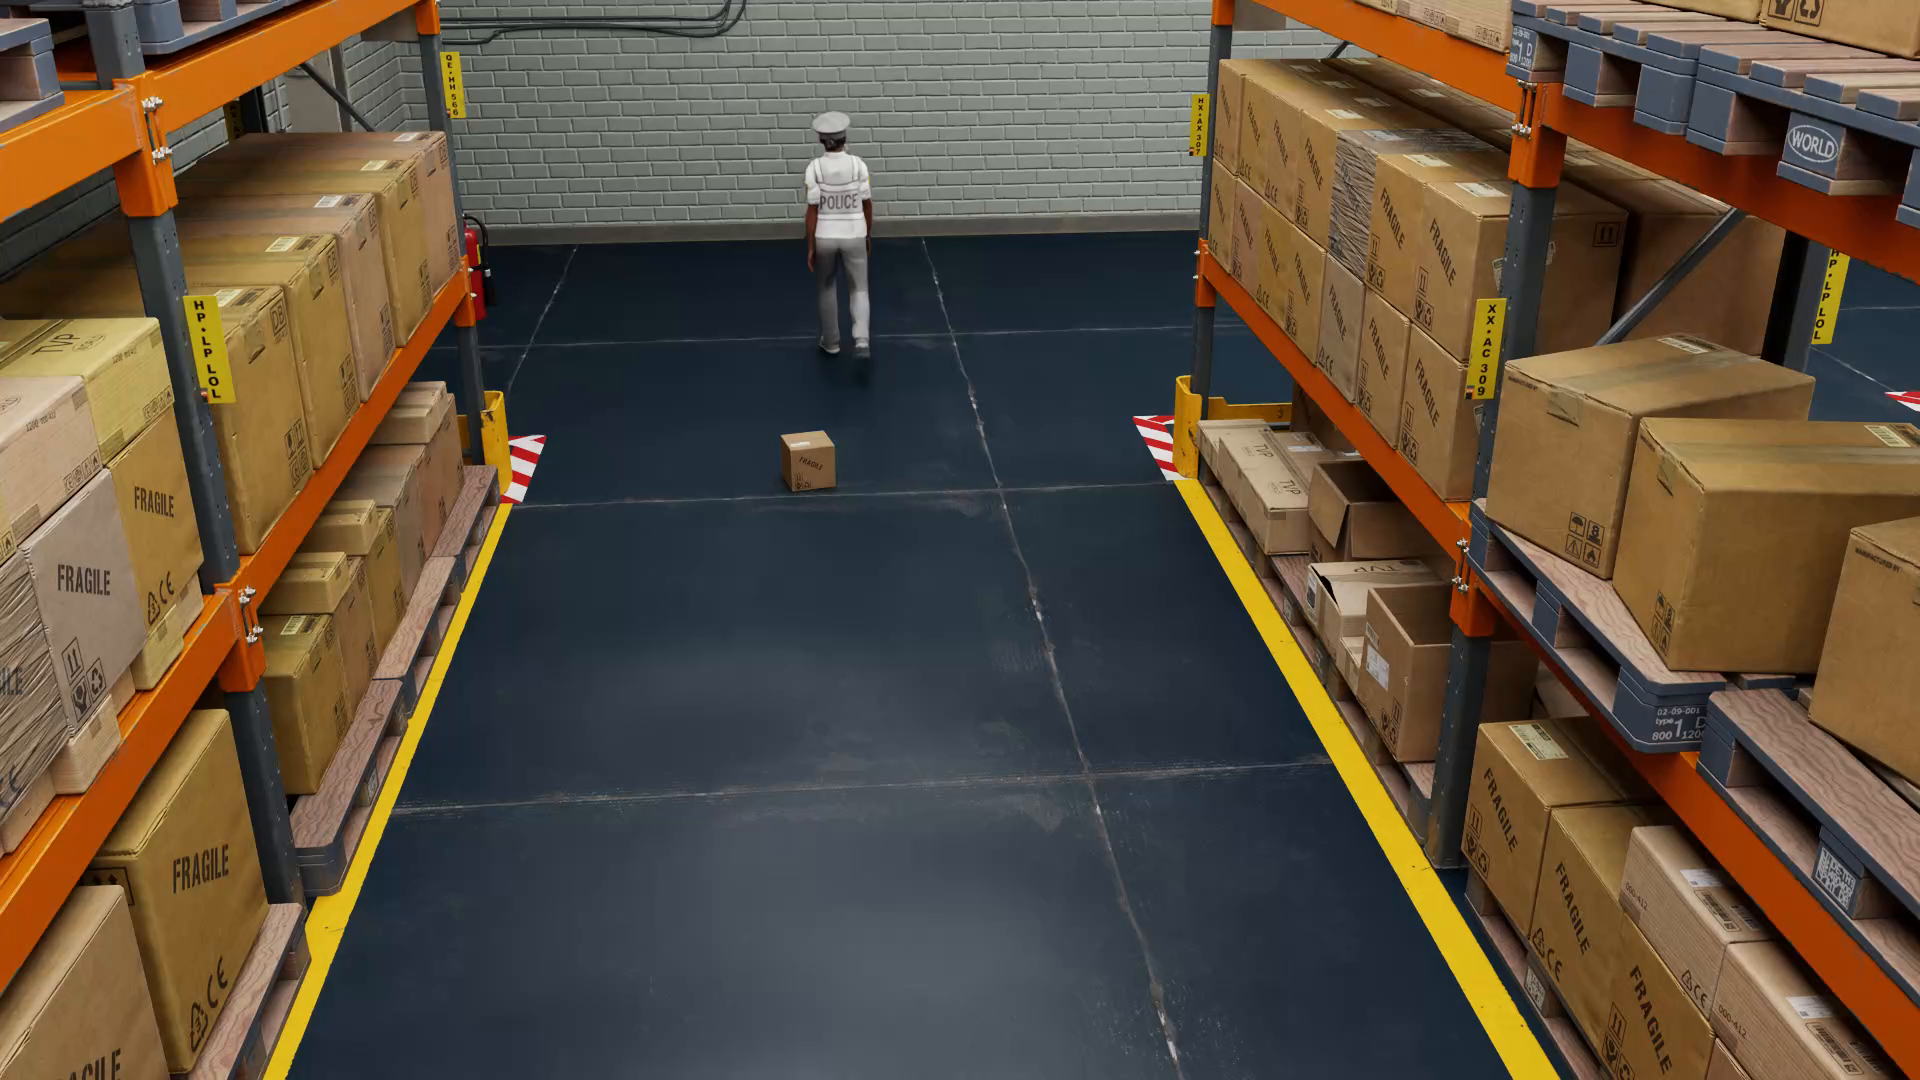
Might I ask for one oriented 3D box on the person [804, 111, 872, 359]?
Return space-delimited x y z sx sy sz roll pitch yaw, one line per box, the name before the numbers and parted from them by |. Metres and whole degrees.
person | -0.798 -1.992 11.047 0.450 1.652 0.842 -3 24 -7
